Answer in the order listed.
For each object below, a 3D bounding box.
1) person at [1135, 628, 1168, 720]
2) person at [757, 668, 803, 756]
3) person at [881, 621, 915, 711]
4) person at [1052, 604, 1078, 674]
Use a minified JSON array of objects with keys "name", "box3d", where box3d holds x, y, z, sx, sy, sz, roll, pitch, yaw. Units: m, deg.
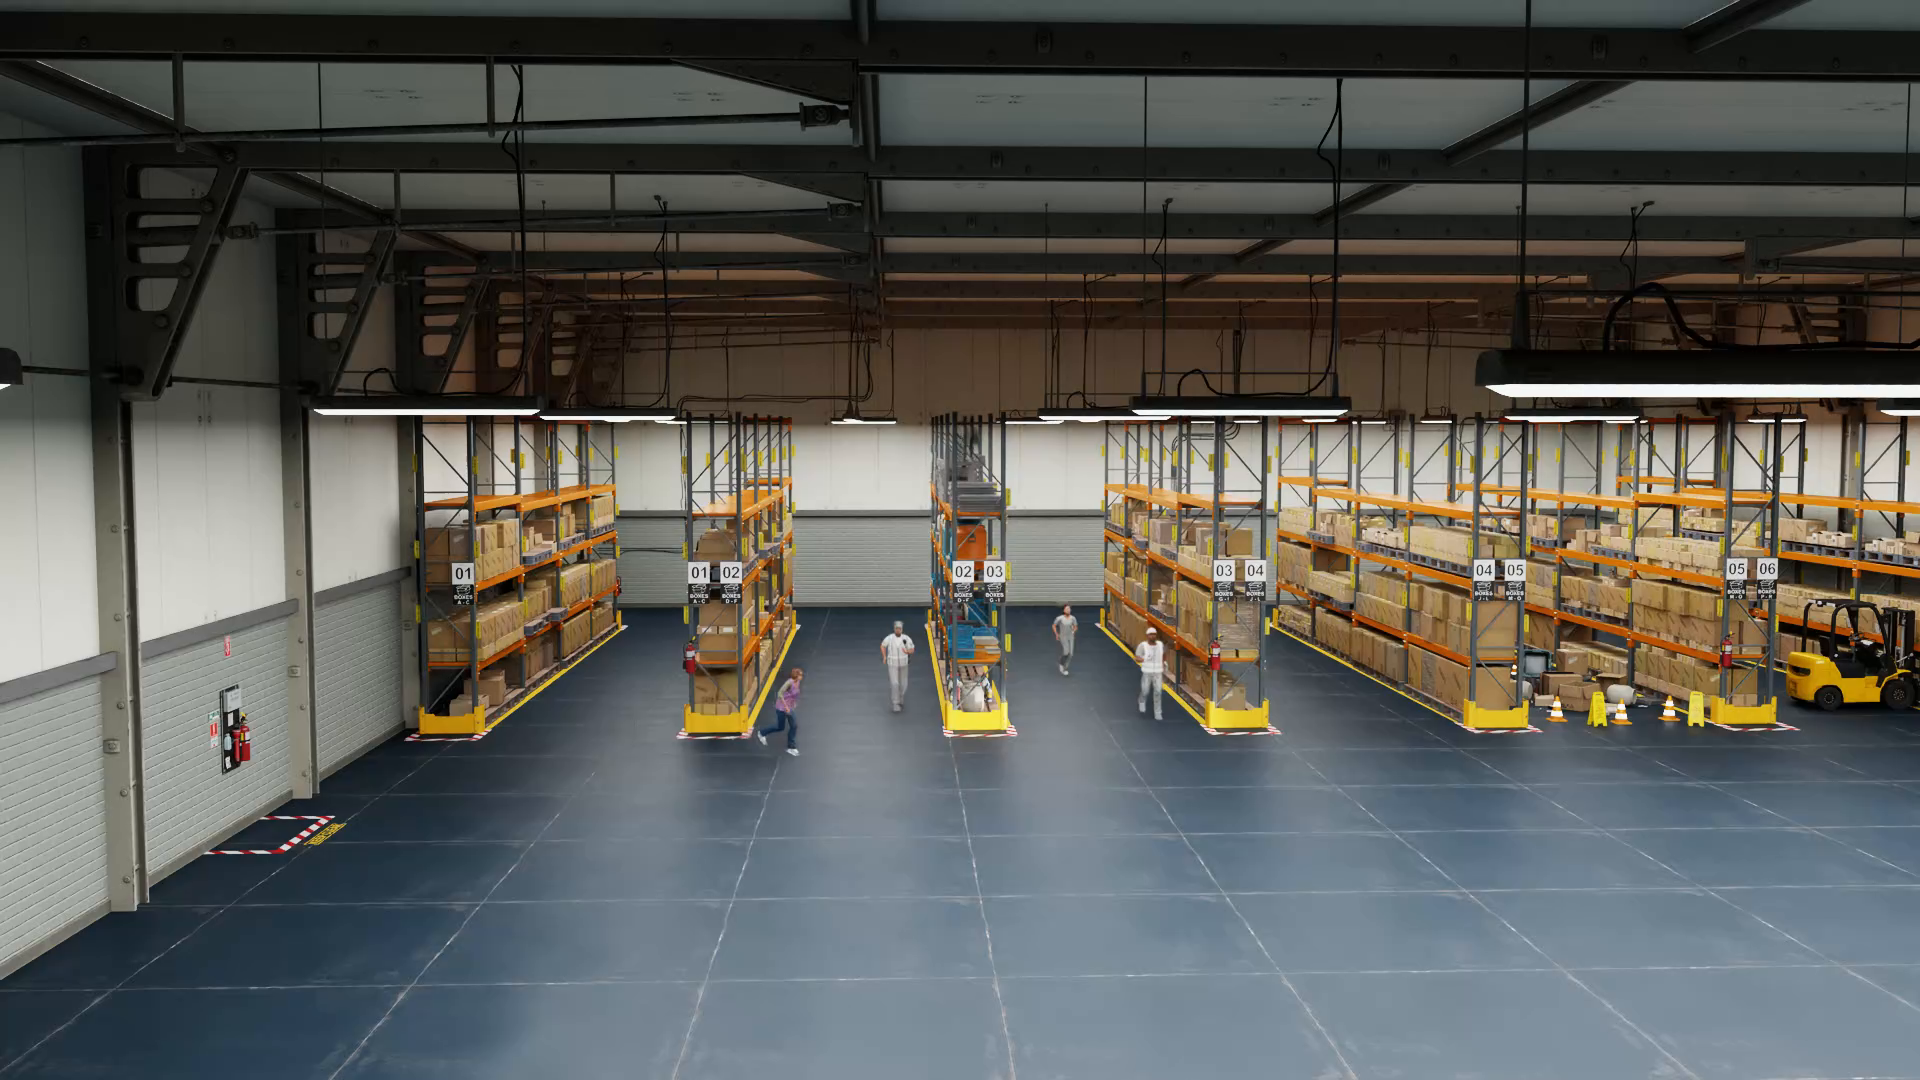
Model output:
[{"name":"person","box3d":[3.762,2.594,32.625,0.694,1.759,0.979,0,4,-7]},{"name":"person","box3d":[-3.129,3.007,29.149,0.833,1.524,0.552,1,4,17]},{"name":"person","box3d":[-1.250,2.521,33.696,0.663,1.766,0.953,-1,4,-10]},{"name":"person","box3d":[2.459,2.296,38.275,0.550,1.629,0.565,-1,4,-18]}]
